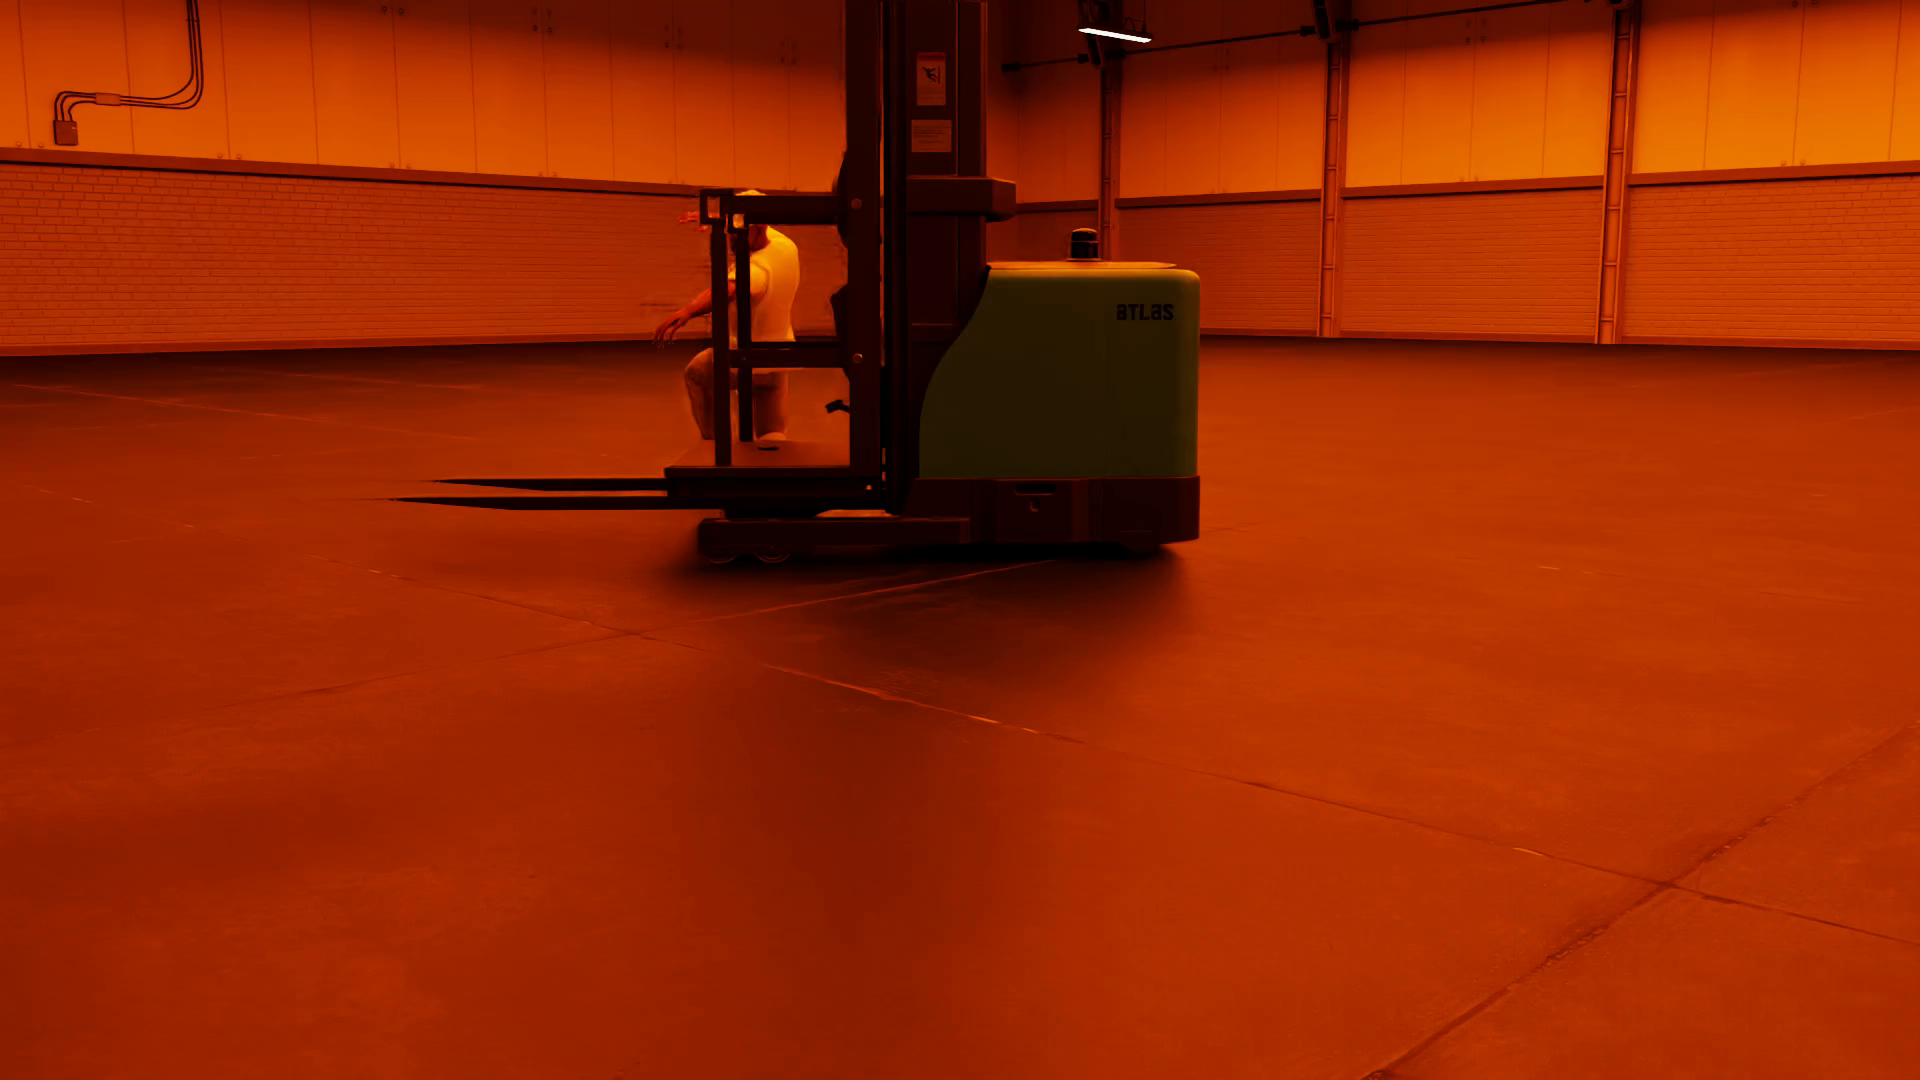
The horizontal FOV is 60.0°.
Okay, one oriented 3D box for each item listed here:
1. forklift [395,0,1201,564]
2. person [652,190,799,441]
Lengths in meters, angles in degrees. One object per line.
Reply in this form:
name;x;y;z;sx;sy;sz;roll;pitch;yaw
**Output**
forklift;-0.626;-1.442;6.452;3.031;2.935;1.130;0;9;-2
person;-1.247;-0.937;8.002;1.002;1.465;0.962;-8;12;-42
